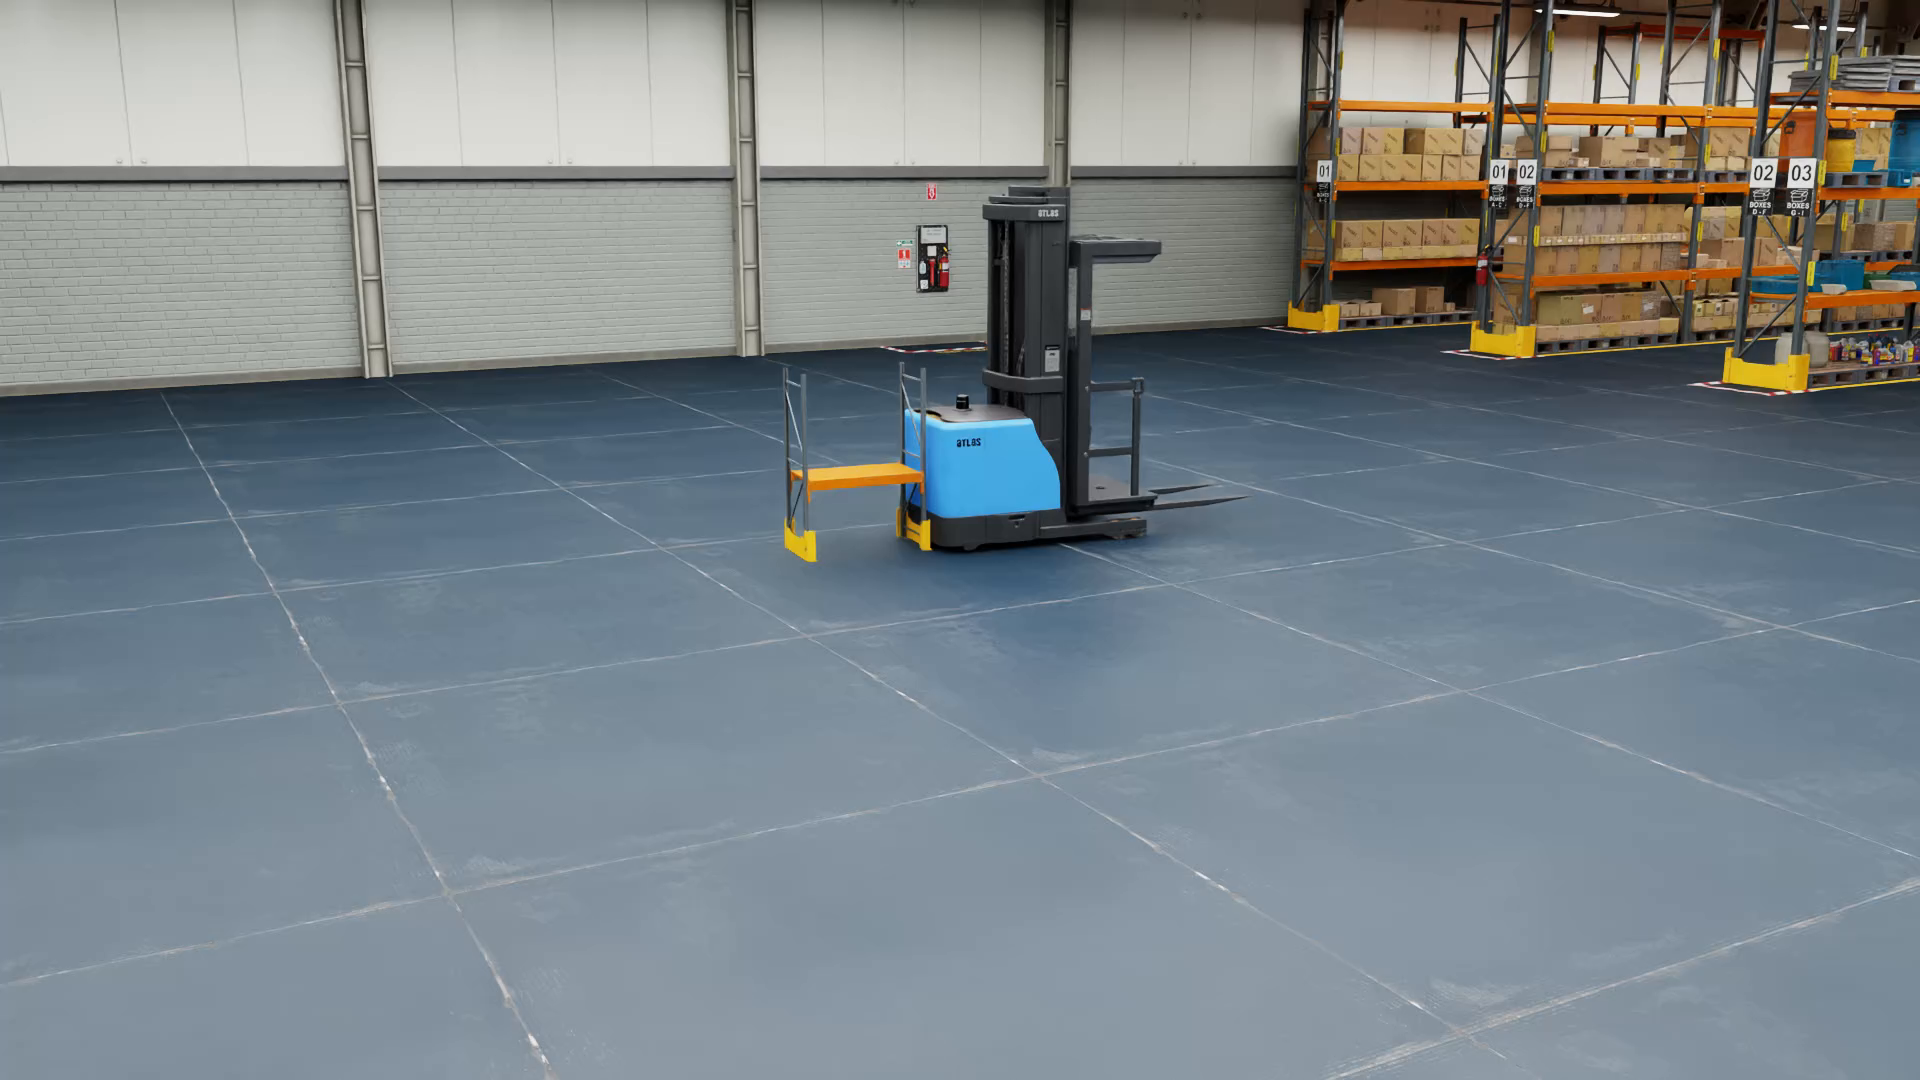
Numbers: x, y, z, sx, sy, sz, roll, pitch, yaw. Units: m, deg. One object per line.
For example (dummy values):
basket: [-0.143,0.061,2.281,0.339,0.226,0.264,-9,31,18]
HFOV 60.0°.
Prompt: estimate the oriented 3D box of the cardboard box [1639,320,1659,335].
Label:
cardboard box: [11.958,-3.773,29.348,0.500,0.250,0.500,-7,14,-28]

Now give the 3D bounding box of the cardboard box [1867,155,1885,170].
cardboard box: [17.029,-7.090,31.722,0.500,0.500,0.910,-7,14,-28]

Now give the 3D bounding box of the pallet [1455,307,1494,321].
pallet: [11.009,-4.727,34.633,1.213,0.211,1.003,-7,14,-28]

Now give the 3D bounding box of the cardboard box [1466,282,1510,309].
cardboard box: [10.965,-5.081,34.546,0.500,0.500,0.700,-6,14,-26]

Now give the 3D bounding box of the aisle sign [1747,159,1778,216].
aisle sign: [11.357,-4.993,23.544,0.004,0.787,0.394,-7,14,-28]

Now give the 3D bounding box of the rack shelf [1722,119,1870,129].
rack shelf: [19.104,-9.438,38.101,4.000,0.370,1.077,-7,14,-28]

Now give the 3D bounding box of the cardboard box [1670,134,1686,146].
cardboard box: [16.036,-8.811,36.661,0.500,0.250,0.500,-7,15,-30]

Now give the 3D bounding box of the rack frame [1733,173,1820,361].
rack frame: [11.563,-3.675,23.608,0.127,3.000,1.000,-7,14,-28]

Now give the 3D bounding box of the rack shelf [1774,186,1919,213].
rack shelf: [13.318,-4.998,24.293,4.000,0.370,1.077,-7,14,-28]

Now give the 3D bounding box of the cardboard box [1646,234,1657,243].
cardboard box: [11.891,-5.265,28.967,0.250,0.149,0.380,-7,14,-28]

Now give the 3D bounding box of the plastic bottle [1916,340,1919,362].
plastic bottle: [14.478,-2.875,25.083,0.185,0.351,0.144,-8,15,-31]

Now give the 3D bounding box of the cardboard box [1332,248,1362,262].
cardboard box: [7.396,-5.511,32.062,0.500,0.250,0.500,-7,15,-29]

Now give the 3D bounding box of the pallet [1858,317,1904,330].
pallet: [17.958,-4.310,32.781,1.213,0.211,1.003,-7,14,-28]

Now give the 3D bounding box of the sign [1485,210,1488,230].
sign: [8.945,-5.417,28.170,0.005,0.325,0.100,-7,14,-28]

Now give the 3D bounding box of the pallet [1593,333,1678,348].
pallet: [11.986,-3.615,29.692,1.213,0.211,1.003,-7,14,-28]

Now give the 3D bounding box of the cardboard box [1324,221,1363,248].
cardboard box: [7.379,-5.879,31.990,0.500,0.500,0.500,-7,14,-28]

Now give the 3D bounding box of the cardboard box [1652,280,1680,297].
cardboard box: [15.318,-5.725,36.657,0.750,0.750,0.750,-7,14,-28]

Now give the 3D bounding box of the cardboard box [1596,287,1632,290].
cardboard box: [11.711,-4.238,29.706,0.500,0.500,0.500,-7,14,-28]

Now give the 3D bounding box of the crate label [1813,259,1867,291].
crate label: [13.049,-3.938,24.697,0.616,0.435,0.502,-7,14,-28]

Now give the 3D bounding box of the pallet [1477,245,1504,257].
pallet: [11.067,-5.964,34.216,1.213,0.211,1.003,-7,14,-28]

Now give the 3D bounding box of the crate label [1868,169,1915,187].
crate label: [13.364,-5.199,23.887,0.408,0.251,0.502,-7,14,-28]

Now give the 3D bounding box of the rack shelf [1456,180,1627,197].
rack shelf: [12.082,-7.328,34.646,4.000,0.370,1.077,-7,14,-28]

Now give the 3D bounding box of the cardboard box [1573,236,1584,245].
cardboard box: [10.313,-5.076,28.126,0.250,0.149,0.380,-7,14,-29]

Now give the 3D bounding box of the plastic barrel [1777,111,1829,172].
plastic barrel: [11.928,-5.629,23.522,0.708,0.830,0.600,-7,14,-28]

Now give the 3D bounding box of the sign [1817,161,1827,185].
sign: [11.823,-5.037,22.805,0.005,0.325,0.100,-7,14,-28]

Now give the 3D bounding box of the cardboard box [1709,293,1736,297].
cardboard box: [14.257,-4.446,31.062,0.500,0.311,0.500,-7,14,-29]

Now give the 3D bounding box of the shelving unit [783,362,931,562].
shelving unit: [-0.848,-0.659,13.621,1.083,1.500,0.587,-5,14,-23]

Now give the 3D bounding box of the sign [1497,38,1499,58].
sign: [8.945,-8.157,27.553,0.005,0.325,0.100,-7,14,-28]

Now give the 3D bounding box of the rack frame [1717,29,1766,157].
rack frame: [17.349,-9.774,37.043,0.127,3.000,1.000,-7,14,-28]

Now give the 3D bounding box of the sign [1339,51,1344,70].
sign: [7.076,-8.901,30.857,0.005,0.325,0.100,-7,14,-28]

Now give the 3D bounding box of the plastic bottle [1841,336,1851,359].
plastic bottle: [13.464,-2.929,25.325,0.185,0.351,0.144,-6,14,-26]

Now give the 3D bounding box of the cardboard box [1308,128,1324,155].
cardboard box: [7.069,-7.690,32.065,0.500,0.500,0.500,-6,14,-25]

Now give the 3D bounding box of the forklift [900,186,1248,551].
forklift: [1.045,-1.534,14.249,3.031,2.935,1.130,-5,14,-23]

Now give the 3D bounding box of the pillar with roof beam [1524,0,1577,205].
pillar with roof beam: [14.345,-8.553,31.620,0.548,9.000,9.100,-7,14,-28]

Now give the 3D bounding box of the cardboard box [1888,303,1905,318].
cardboard box: [18.106,-4.624,32.514,0.500,0.500,0.500,-7,15,-30]

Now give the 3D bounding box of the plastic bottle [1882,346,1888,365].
plastic bottle: [13.692,-2.736,24.647,0.097,0.271,0.097,0,13,0]

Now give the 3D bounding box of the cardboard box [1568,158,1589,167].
cardboard box: [10.310,-6.334,27.888,0.250,0.149,0.380,-7,14,-28]

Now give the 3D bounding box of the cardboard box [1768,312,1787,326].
cardboard box: [14.976,-4.126,30.916,0.500,0.250,0.500,-6,14,-27]

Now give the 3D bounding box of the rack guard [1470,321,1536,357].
rack guard: [9.172,-3.408,28.115,0.348,0.500,1.175,-7,14,-28]

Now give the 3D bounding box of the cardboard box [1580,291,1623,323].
cardboard box: [11.088,-4.030,28.784,0.500,0.500,0.500,-7,14,-28]

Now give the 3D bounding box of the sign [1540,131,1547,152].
sign: [9.453,-6.451,26.940,0.005,0.325,0.100,-7,14,-28]

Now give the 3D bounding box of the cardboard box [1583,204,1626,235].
cardboard box: [10.996,-5.526,28.651,0.500,0.500,0.700,-7,14,-28]

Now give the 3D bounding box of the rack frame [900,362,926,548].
rack frame: [-0.391,-0.703,13.816,0.032,1.500,0.500,-5,14,-23]

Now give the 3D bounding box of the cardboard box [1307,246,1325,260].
cardboard box: [7.133,-5.608,32.491,0.500,0.250,0.500,-7,14,-27]

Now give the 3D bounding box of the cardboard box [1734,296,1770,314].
cardboard box: [14.535,-4.346,30.615,0.500,0.311,0.500,-6,14,-26]

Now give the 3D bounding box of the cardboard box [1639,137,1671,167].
cardboard box: [12.135,-6.834,29.310,0.500,0.500,0.500,-6,14,-23]

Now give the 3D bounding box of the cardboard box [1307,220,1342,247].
cardboard box: [7.128,-5.978,32.426,0.500,0.500,0.500,-7,14,-28]

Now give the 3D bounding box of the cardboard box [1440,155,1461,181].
cardboard box: [9.552,-7.376,32.946,0.500,0.500,0.500,-8,15,-33]

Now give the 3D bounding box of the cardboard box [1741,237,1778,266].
cardboard box: [14.750,-5.341,30.782,0.500,0.500,0.500,-8,15,-31]

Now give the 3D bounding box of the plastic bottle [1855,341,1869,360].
plastic bottle: [13.721,-2.887,25.305,0.135,0.276,0.152,-7,14,-28]

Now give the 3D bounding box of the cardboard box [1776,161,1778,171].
cardboard box: [14.884,-6.892,30.454,0.500,0.250,0.500,-7,15,-29]

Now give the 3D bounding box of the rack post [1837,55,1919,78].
rack post: [13.248,-6.775,23.891,0.954,0.300,0.937,-7,15,-29]

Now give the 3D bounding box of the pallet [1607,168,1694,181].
pallet: [11.967,-6.377,28.981,1.213,0.211,1.003,-7,14,-28]

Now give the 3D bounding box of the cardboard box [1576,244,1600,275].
cardboard box: [10.506,-4.833,28.525,0.500,0.500,0.700,-7,14,-27]

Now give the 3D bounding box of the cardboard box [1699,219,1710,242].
cardboard box: [16.176,-6.847,36.749,0.500,0.500,0.500,-7,14,-28]

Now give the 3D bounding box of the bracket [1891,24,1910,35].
bracket: [22.621,-12.289,40.022,0.430,0.232,0.235,-7,14,-28]

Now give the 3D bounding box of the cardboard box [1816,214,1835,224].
cardboard box: [19.784,-7.280,38.942,0.700,0.700,0.980,-7,14,-28]

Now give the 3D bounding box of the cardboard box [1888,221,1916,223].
cardboard box: [18.629,-6.055,32.999,0.500,0.500,0.700,-4,13,-19]
